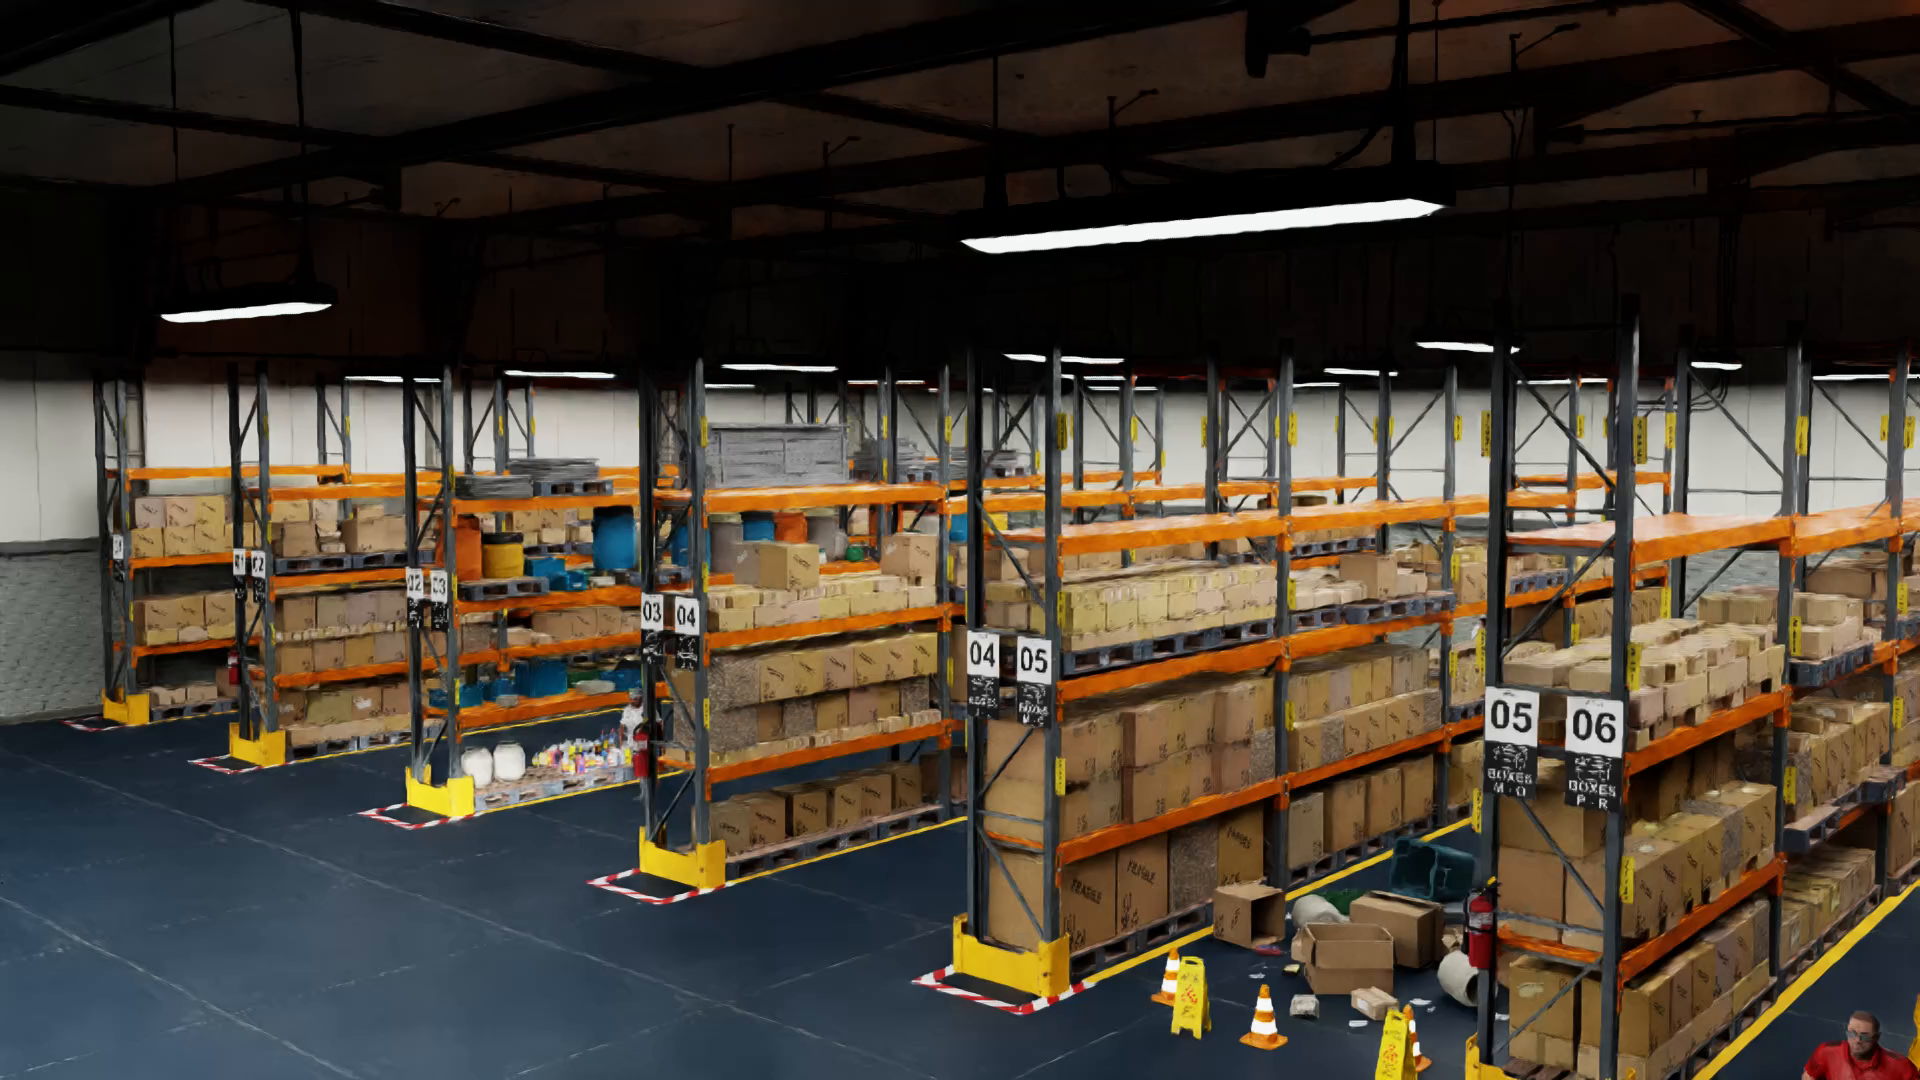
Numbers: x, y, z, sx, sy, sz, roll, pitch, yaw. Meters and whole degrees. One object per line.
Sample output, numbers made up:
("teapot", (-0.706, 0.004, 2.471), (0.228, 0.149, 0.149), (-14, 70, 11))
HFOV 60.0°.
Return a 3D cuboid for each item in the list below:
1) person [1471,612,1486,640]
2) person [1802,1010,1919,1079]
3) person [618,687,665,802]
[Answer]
("person", (9.498, 2.092, 30.102), (0.540, 1.665, 1.112), (4, 6, 43))
("person", (5.398, 3.601, 9.954), (0.682, 1.675, 0.535), (3, 5, 39))
("person", (-4.203, 2.735, 22.110), (0.616, 1.606, 0.761), (2, 4, 20))
